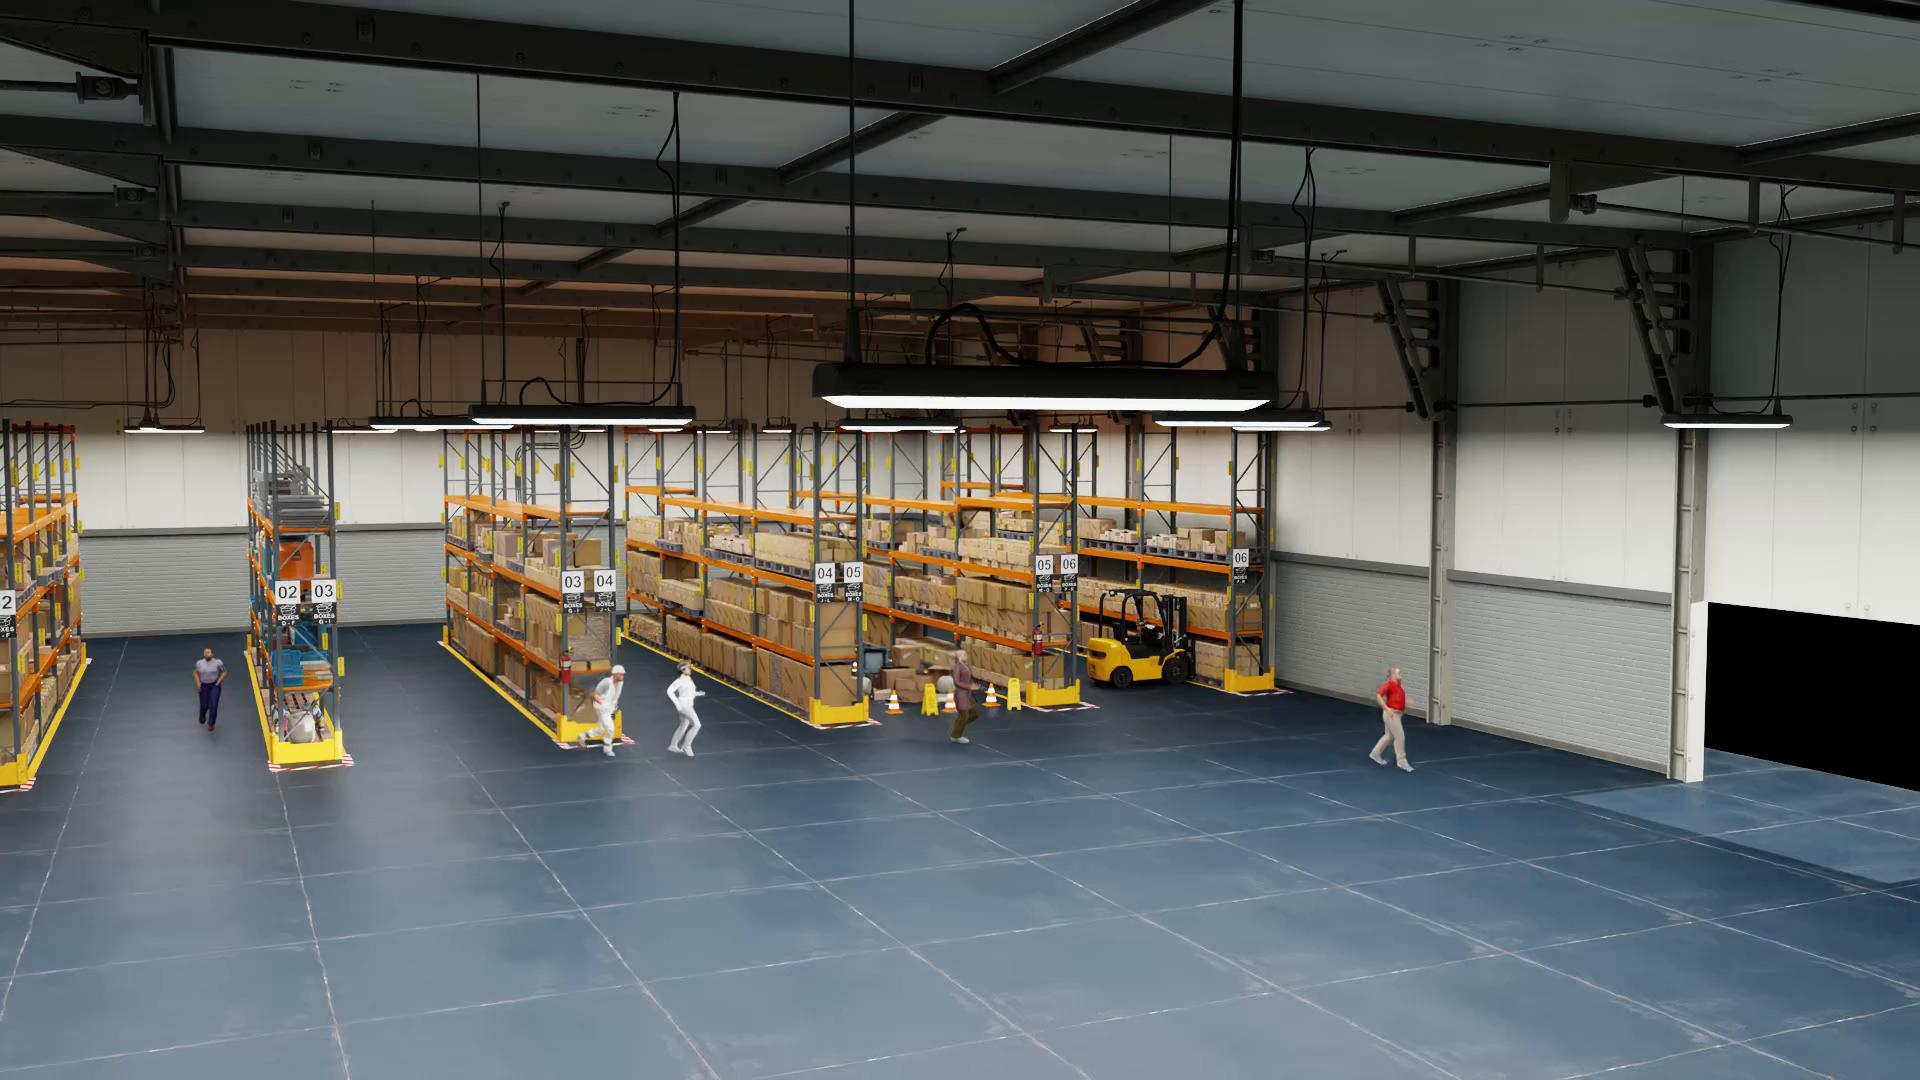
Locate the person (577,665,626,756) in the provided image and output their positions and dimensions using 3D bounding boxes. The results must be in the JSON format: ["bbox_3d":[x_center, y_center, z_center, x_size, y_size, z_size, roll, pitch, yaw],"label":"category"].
[{"bbox_3d":[-6.424,3.060,29.888,1.041,1.665,0.665,2,4,26],"label":"person"}]

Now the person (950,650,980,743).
[{"bbox_3d":[0.101,2.912,31.046,0.622,1.739,0.698,1,4,21],"label":"person"}]

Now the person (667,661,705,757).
[{"bbox_3d":[-4.905,3.019,29.780,0.701,1.723,0.579,0,4,4],"label":"person"}]

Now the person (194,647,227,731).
[{"bbox_3d":[-14.640,2.899,32.492,0.600,1.619,0.596,-1,4,-20],"label":"person"}]

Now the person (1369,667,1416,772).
[{"bbox_3d":[7.447,3.064,28.587,0.832,1.762,0.652,2,4,27],"label":"person"}]
